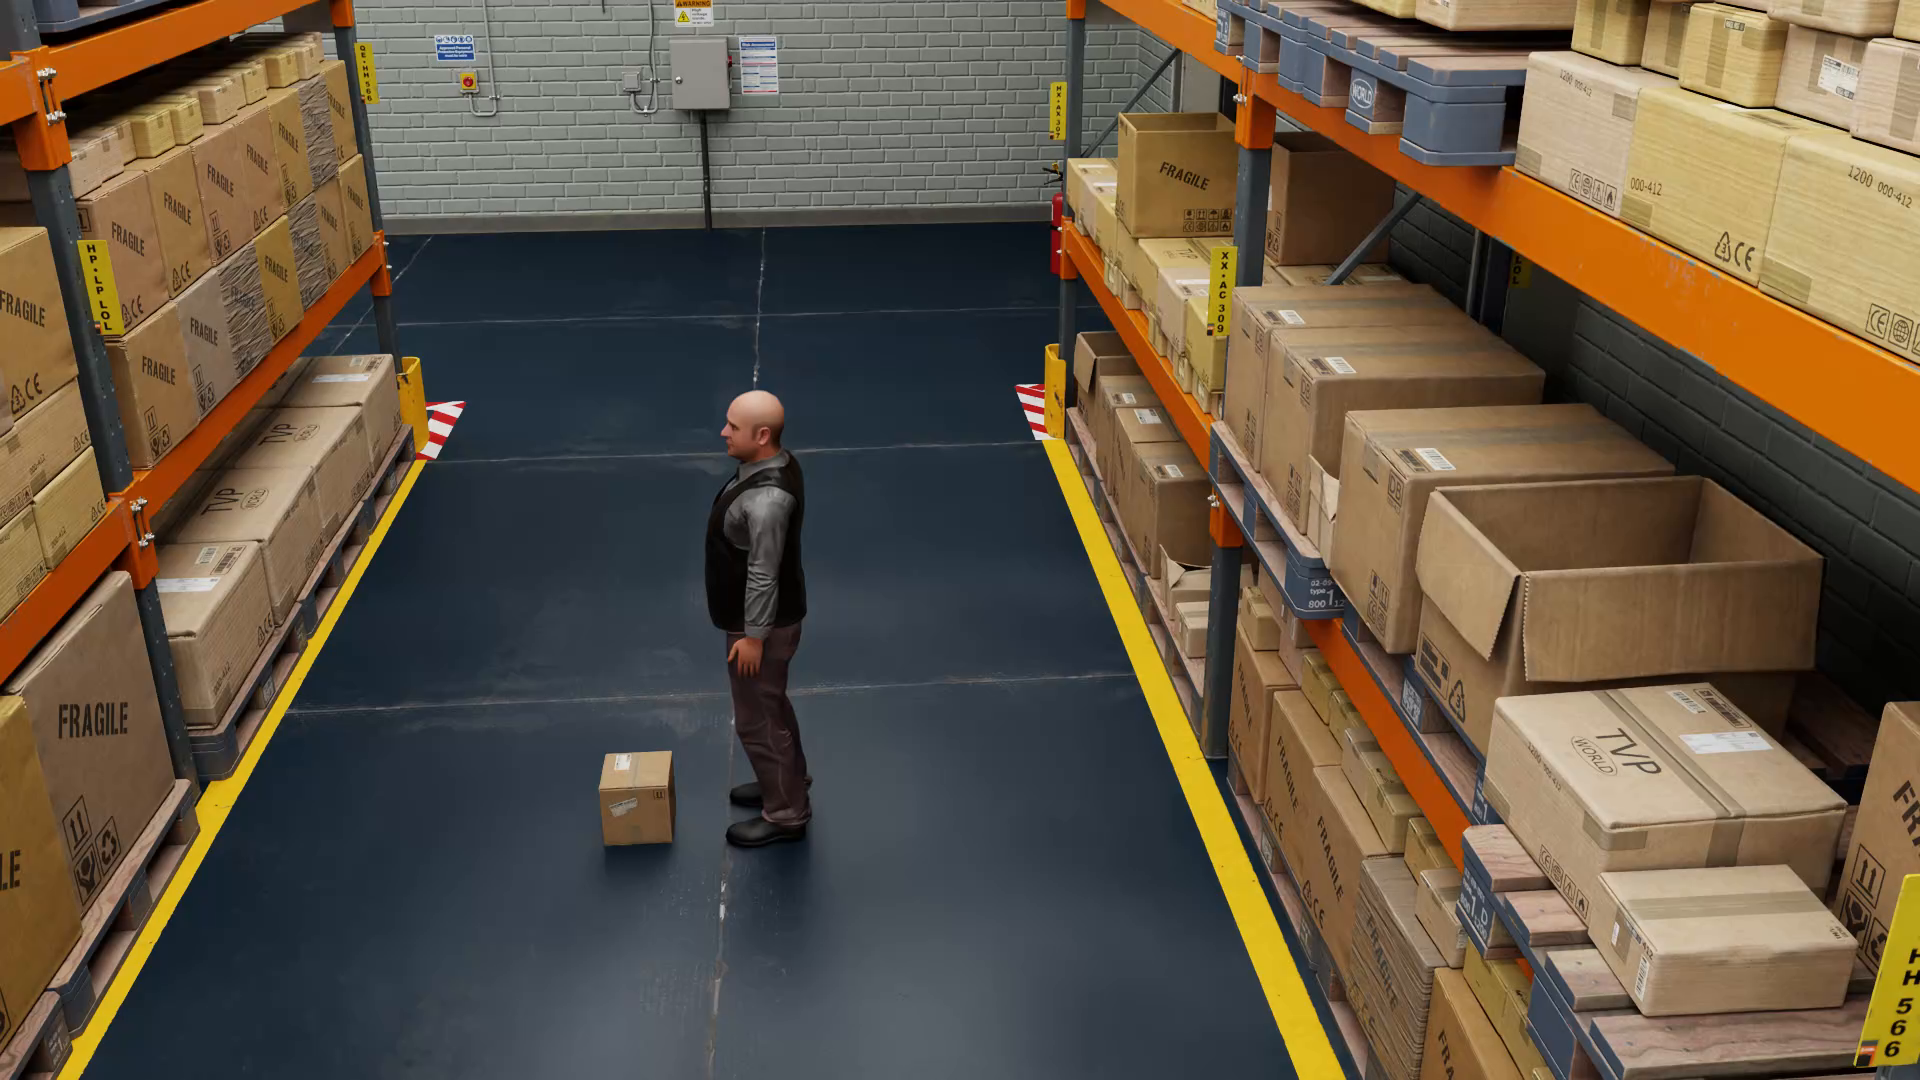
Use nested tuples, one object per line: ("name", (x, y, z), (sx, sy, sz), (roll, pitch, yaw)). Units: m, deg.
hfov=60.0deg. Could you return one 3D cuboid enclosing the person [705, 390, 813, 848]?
("person", (-0.723, 0.286, 5.982), (0.359, 1.719, 0.531), (-2, 24, -4))
